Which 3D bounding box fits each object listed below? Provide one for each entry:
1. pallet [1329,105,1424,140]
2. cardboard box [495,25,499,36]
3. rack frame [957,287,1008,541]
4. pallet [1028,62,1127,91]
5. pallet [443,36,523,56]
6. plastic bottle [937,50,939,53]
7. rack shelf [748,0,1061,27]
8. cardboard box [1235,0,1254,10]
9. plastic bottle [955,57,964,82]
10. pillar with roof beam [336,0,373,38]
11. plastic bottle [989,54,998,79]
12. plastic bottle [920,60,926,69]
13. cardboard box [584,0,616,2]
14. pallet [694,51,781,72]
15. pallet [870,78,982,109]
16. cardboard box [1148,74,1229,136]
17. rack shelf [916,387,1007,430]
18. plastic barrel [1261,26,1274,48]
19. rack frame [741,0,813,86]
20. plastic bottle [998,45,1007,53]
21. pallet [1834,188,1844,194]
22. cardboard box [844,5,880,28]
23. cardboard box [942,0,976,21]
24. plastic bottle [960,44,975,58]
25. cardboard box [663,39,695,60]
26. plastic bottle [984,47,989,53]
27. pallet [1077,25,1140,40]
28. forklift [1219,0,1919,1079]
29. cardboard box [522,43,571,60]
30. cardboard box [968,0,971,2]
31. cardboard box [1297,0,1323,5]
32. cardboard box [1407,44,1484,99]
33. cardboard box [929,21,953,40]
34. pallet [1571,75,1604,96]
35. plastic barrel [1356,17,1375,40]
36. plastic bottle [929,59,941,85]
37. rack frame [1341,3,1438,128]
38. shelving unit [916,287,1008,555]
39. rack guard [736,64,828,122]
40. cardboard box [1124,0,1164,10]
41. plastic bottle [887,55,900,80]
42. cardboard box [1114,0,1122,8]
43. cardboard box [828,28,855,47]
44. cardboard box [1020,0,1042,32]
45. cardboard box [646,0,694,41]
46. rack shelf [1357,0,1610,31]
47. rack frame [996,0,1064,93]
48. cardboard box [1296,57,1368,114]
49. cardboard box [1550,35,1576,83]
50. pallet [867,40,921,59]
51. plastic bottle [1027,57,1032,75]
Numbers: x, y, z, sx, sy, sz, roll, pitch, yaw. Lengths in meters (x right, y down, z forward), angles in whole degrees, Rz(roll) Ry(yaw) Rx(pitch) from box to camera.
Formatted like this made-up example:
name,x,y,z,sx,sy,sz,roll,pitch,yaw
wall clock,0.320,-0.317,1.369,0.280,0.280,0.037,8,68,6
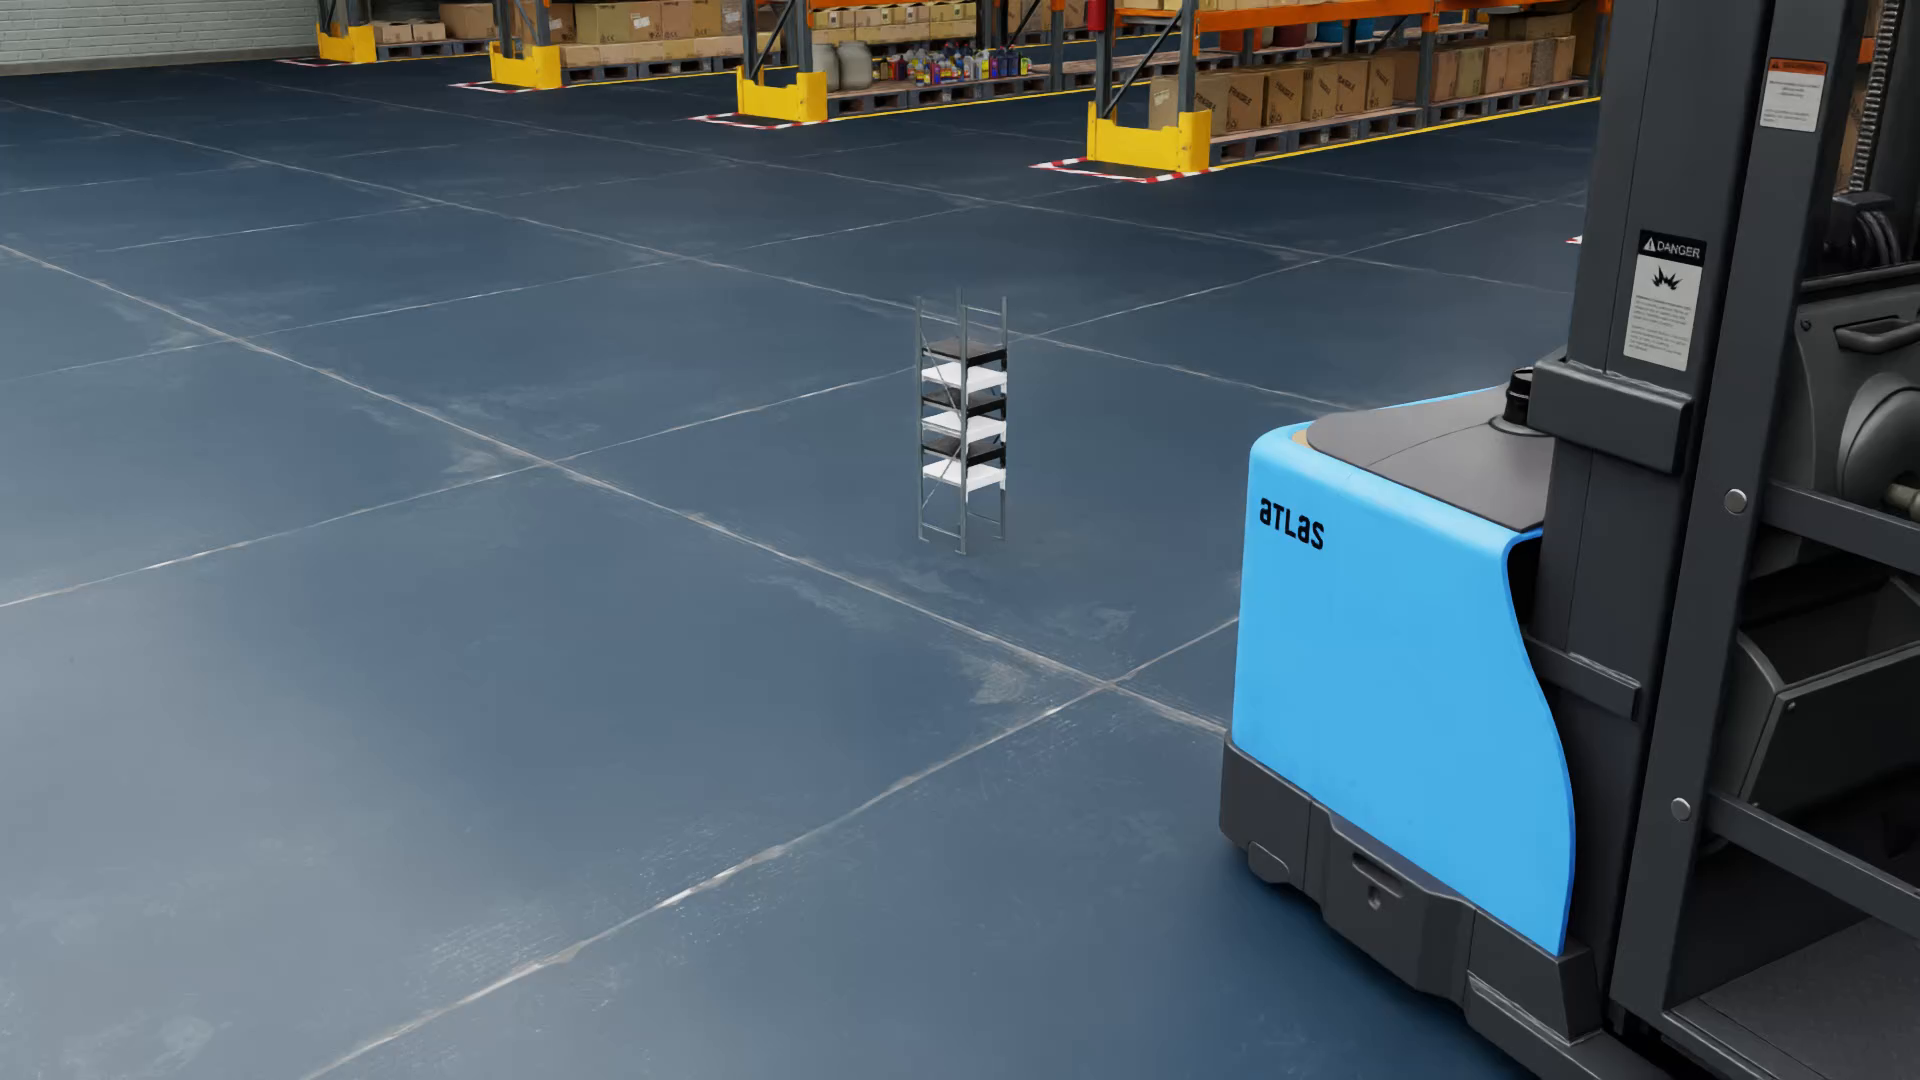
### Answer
name,x,y,z,sx,sy,sz,roll,pitch,yaw
pallet,3.952,-4.267,16.882,1.003,0.211,1.213,19,28,41
cardboard box,-7.382,-7.938,25.906,0.380,0.149,0.250,17,27,36
rack frame,0.077,-0.448,5.987,0.240,0.900,0.006,19,28,41
pallet,1.367,-5.900,21.130,1.003,0.211,1.213,19,28,41
pallet,-7.546,-7.671,25.738,1.003,0.211,1.213,19,28,41
plastic bottle,-0.290,-5.743,20.008,0.133,0.283,0.061,-19,28,-40
rack shelf,-0.549,-6.140,18.871,1.077,0.370,4.000,19,28,41
cardboard box,2.348,-4.738,14.571,0.380,0.149,0.250,19,28,41
plastic bottle,-0.005,-5.447,19.256,0.097,0.271,0.097,0,21,0
pillar with roof beam,-6.089,-10.560,21.007,9.100,9.000,0.400,19,28,41
plastic bottle,0.386,-5.588,19.605,0.133,0.283,0.061,-18,27,-39
plastic bottle,-0.455,-5.561,19.648,0.097,0.201,0.097,0,21,0
cardboard box,-4.642,-6.938,22.146,0.500,0.500,0.500,19,28,41
pallet,-3.285,-6.735,23.303,1.003,0.211,1.213,19,28,41
pallet,-0.503,-5.211,19.337,1.003,0.211,1.213,19,28,41
cardboard box,2.053,-3.907,14.959,0.500,0.500,0.500,-14,25,-32
rack shelf,0.006,-0.475,5.898,0.258,0.077,0.200,19,28,41
plastic barrel,4.296,-7.350,23.899,0.421,0.512,0.421,0,21,0
rack frame,-1.944,-5.962,17.404,1.000,3.000,0.127,19,28,41
plastic bottle,0.501,-5.757,19.951,0.144,0.351,0.185,19,28,41
pallet,6.441,-2.690,12.779,1.003,0.211,1.213,19,28,41
cardboard box,-1.520,-7.709,24.417,0.500,0.311,0.500,18,27,39
cardboard box,-0.098,-8.237,25.789,0.500,0.311,0.500,-19,28,-41
plastic bottle,0.090,-5.819,20.112,0.144,0.351,0.185,19,28,41
cardboard box,-3.909,-6.582,22.266,0.500,0.250,0.500,19,28,41
plastic bottle,0.310,-5.949,20.562,0.097,0.271,0.097,0,21,0
pallet,2.341,-8.767,28.589,1.003,0.211,1.213,19,28,41
forklift,1.799,-0.237,2.605,1.130,2.935,3.031,-12,24,-28
cardboard box,-5.328,-6.327,21.601,0.500,0.250,0.500,19,28,41
cardboard box,-0.076,-10.722,32.687,0.700,0.500,0.500,20,29,41
cardboard box,3.090,-4.980,15.199,0.380,0.149,0.250,19,28,41
cardboard box,5.185,-5.059,17.927,0.700,0.500,0.500,19,28,40
cardboard box,-0.459,-7.842,25.542,0.500,0.250,0.500,19,28,40
pallet,7.790,-5.661,20.507,1.003,0.211,1.213,19,28,41
plastic barrel,6.036,-8.127,25.378,0.600,0.901,0.708,19,28,41
plastic bottle,-0.285,-5.341,18.961,0.133,0.283,0.061,-20,28,-41
rack frame,4.395,-5.750,16.854,1.000,3.000,0.127,19,28,41
shelving unit,0.006,-0.422,5.919,0.258,0.900,0.210,19,28,41
rack guard,-1.924,-4.826,17.934,1.175,0.500,0.348,19,28,41
cardboard box,1.656,-4.730,14.549,0.380,0.149,0.250,19,28,41
plastic bottle,-0.781,-5.535,19.478,0.152,0.276,0.135,20,28,41
cardboard box,2.391,-9.002,28.185,0.500,0.500,0.500,19,28,41
cardboard box,-1.883,-7.316,24.174,0.500,0.250,0.500,-19,28,-41
cardboard box,0.974,-8.479,26.824,0.500,0.500,0.500,18,27,39
cardboard box,-3.908,-6.932,22.131,0.500,0.500,0.500,19,28,41
rack shelf,5.791,-5.928,18.320,1.077,0.370,4.000,19,28,41
rack frame,0.847,-6.990,20.079,1.000,3.000,0.127,19,28,41
cardboard box,3.694,-4.537,16.598,0.500,0.500,0.500,-11,23,-25
cardboard box,6.733,-5.640,19.437,0.700,0.500,0.500,17,27,38
pallet,-1.363,-7.443,25.145,1.003,0.211,1.213,19,28,41
plastic bottle,0.817,-5.718,20.057,0.097,0.201,0.097,0,21,0
